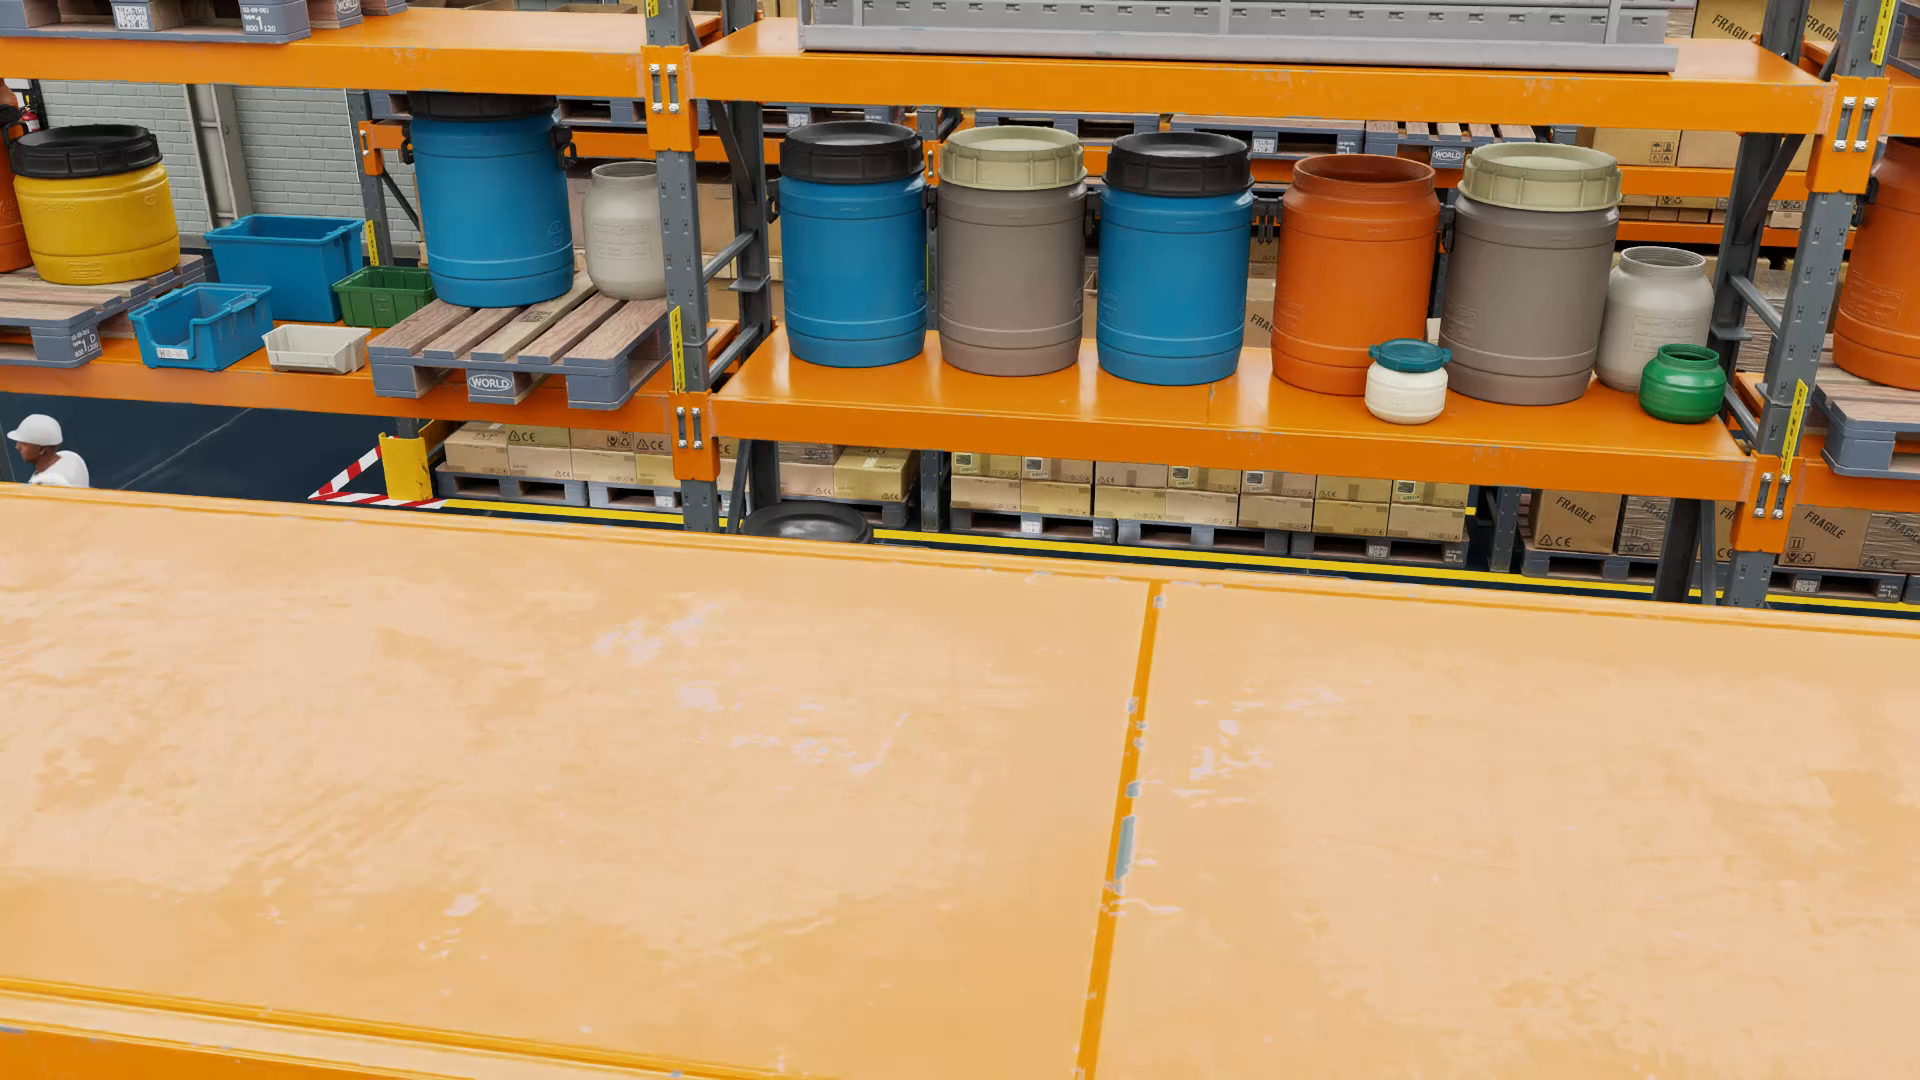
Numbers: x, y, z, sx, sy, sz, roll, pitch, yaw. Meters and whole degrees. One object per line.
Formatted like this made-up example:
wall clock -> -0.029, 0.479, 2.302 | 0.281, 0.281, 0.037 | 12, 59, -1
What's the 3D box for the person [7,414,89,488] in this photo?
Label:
person -> -5.246, 0.084, 9.664 | 1.104, 1.728, 0.542 | -2, 25, -5
